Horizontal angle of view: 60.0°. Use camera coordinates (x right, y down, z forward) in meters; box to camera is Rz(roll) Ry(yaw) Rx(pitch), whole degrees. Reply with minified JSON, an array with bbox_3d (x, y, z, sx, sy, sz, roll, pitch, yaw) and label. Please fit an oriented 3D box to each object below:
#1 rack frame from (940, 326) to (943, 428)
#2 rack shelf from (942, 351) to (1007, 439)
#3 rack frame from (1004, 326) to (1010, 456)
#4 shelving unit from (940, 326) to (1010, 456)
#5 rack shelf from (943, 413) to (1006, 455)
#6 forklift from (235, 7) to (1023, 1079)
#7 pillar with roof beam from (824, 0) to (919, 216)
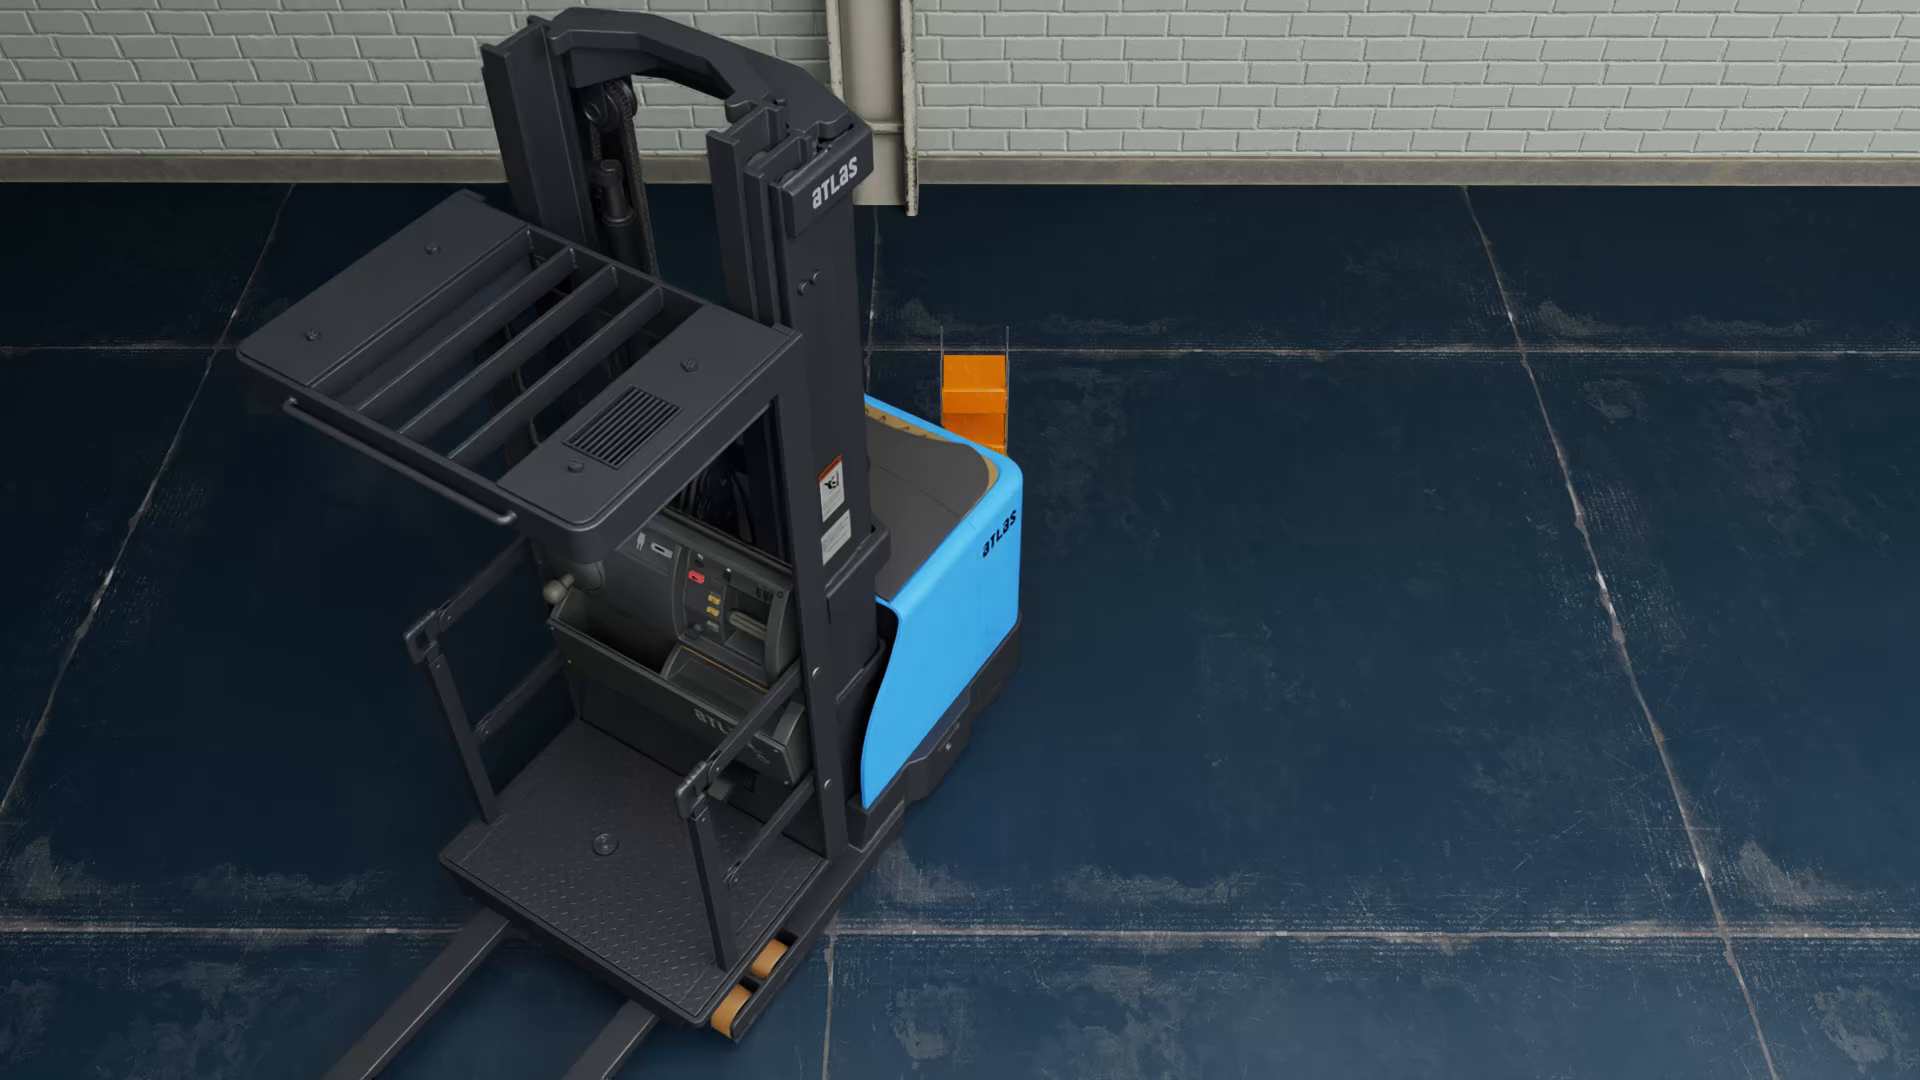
[{"bbox_3d":[-0.068,-0.358,6.447,0.008,1.050,0.200,0,47,0],"label":"rack frame"},{"bbox_3d":[0.054,-0.544,6.246,0.240,0.259,0.215,0,47,0],"label":"rack shelf"},{"bbox_3d":[0.176,-0.357,6.446,0.008,1.050,0.200,0,47,0],"label":"rack frame"},{"bbox_3d":[0.054,-0.358,6.446,0.252,1.050,0.215,0,47,0],"label":"shelving unit"},{"bbox_3d":[0.054,-0.350,6.454,0.240,0.259,0.215,0,47,0],"label":"rack shelf"},{"bbox_3d":[-0.988,0.194,4.648,1.130,2.935,3.031,25,52,22],"label":"forklift"},{"bbox_3d":[-0.428,-1.656,2.225,0.400,9.000,9.100,0,47,0],"label":"pillar with roof beam"}]
